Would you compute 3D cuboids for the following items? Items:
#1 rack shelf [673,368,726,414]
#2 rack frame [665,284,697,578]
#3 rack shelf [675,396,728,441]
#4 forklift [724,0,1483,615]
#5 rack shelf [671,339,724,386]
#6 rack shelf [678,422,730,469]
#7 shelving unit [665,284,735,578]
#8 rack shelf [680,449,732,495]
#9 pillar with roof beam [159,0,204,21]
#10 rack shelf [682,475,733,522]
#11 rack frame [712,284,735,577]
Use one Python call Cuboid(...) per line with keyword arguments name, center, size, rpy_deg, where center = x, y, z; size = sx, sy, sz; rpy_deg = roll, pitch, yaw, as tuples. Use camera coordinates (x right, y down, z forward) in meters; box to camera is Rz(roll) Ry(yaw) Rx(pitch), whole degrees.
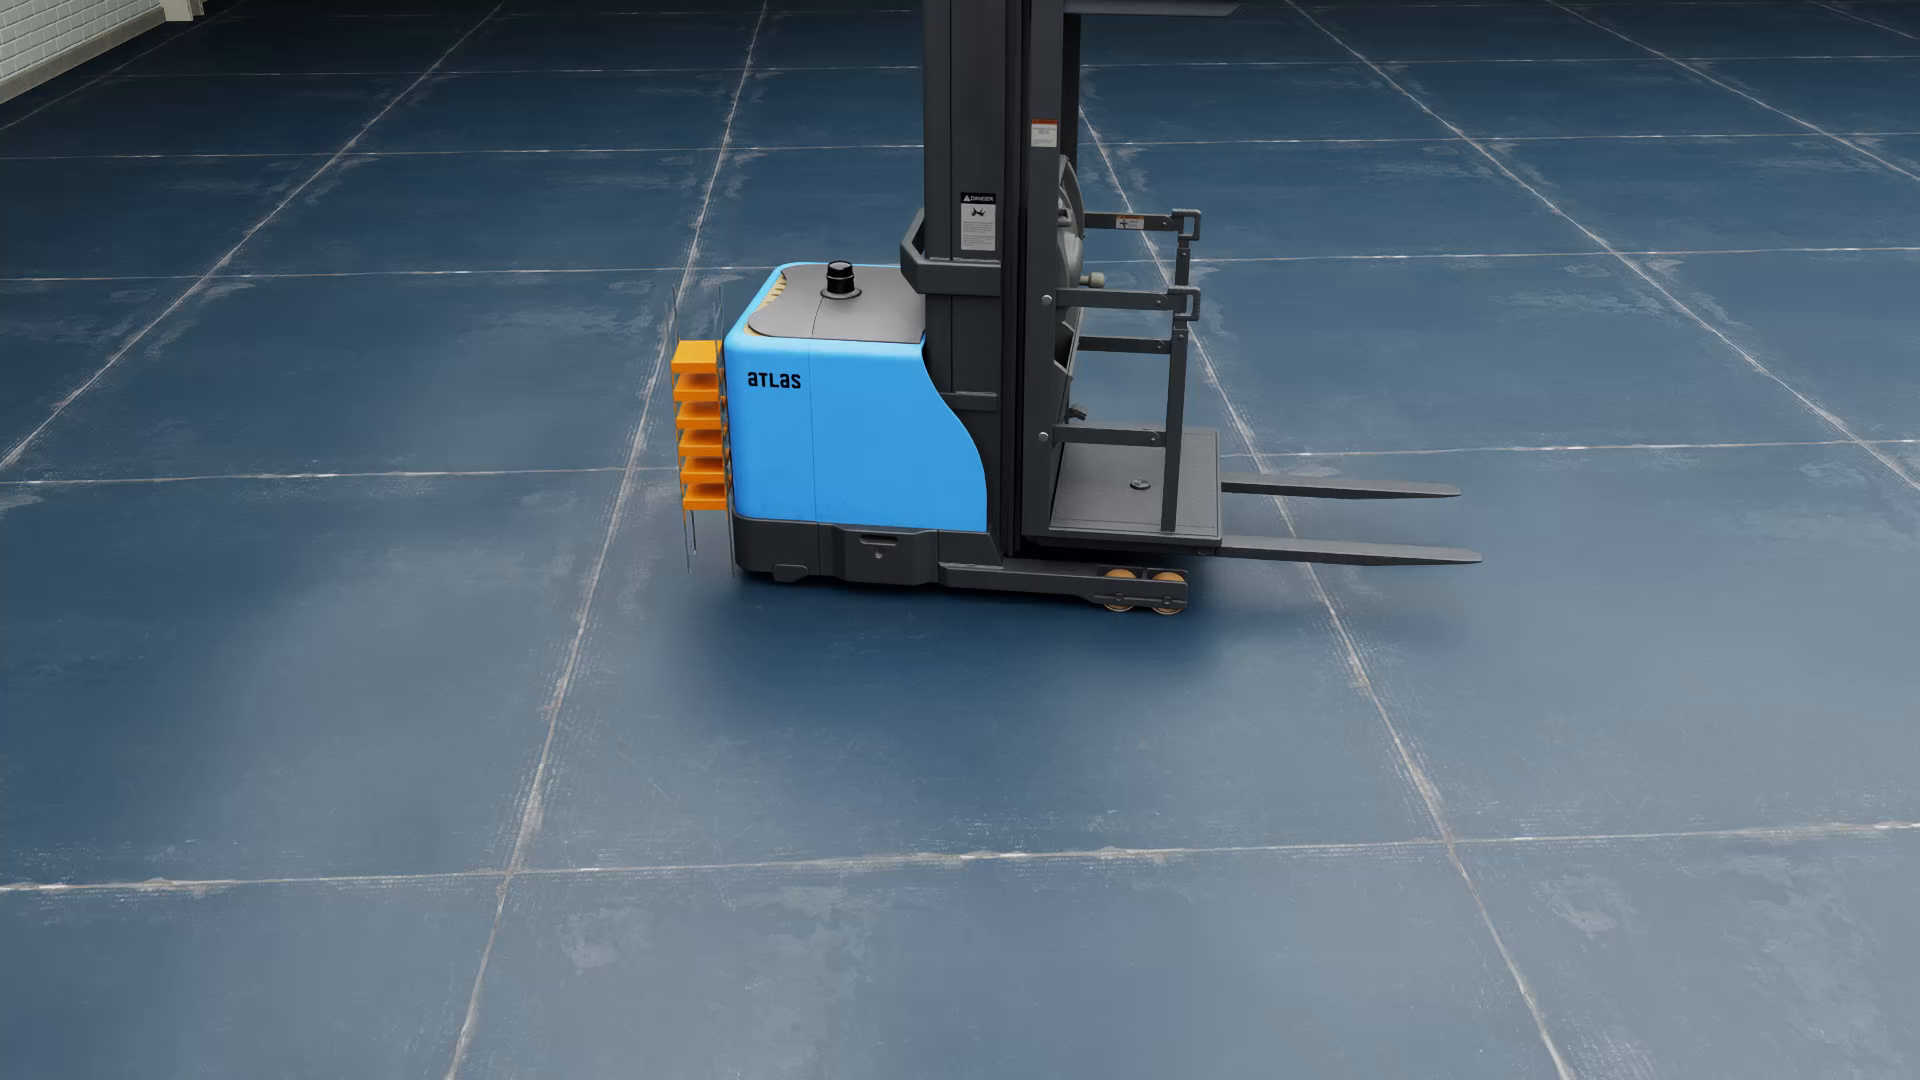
Cuboid(name="rack shelf", center=(-1.044, -0.604, 6.688), size=(0.180, 0.103, 0.258), rpy_deg=(0, 28, -1))
Cuboid(name="rack frame", center=(-1.135, -0.430, 6.777), size=(0.006, 1.200, 0.240), rpy_deg=(0, 28, -1))
Cuboid(name="rack shelf", center=(-1.044, -0.498, 6.743), size=(0.180, 0.103, 0.258), rpy_deg=(0, 28, -1))
Cuboid(name="forklift", center=(0.620, -1.262, 6.501), size=(3.031, 2.935, 1.130), rpy_deg=(3, 28, 7))
Cuboid(name="rack shelf", center=(-1.043, -0.711, 6.633), size=(0.180, 0.103, 0.258), rpy_deg=(0, 28, -1))
Cuboid(name="rack shelf", center=(-1.044, -0.391, 6.799), size=(0.180, 0.103, 0.258), rpy_deg=(0, 28, -1))
Cuboid(name="shelving unit", center=(-1.044, -0.431, 6.778), size=(0.189, 1.200, 0.258), rpy_deg=(0, 28, -1))
Cuboid(name="rack shelf", center=(-1.044, -0.285, 6.854), size=(0.180, 0.103, 0.258), rpy_deg=(0, 28, -1))
Cuboid(name="pillar with roof beam", center=(-4.209, -9.821, 16.348), size=(9.100, 9.000, 0.400), rpy_deg=(-1, 28, -3))
Cuboid(name="rack shelf", center=(-1.044, -0.179, 6.910), size=(0.180, 0.103, 0.258), rpy_deg=(0, 28, -1))
Cuboid(name="rack frame", center=(-0.952, -0.431, 6.780), size=(0.006, 1.200, 0.240), rpy_deg=(0, 28, -1))
